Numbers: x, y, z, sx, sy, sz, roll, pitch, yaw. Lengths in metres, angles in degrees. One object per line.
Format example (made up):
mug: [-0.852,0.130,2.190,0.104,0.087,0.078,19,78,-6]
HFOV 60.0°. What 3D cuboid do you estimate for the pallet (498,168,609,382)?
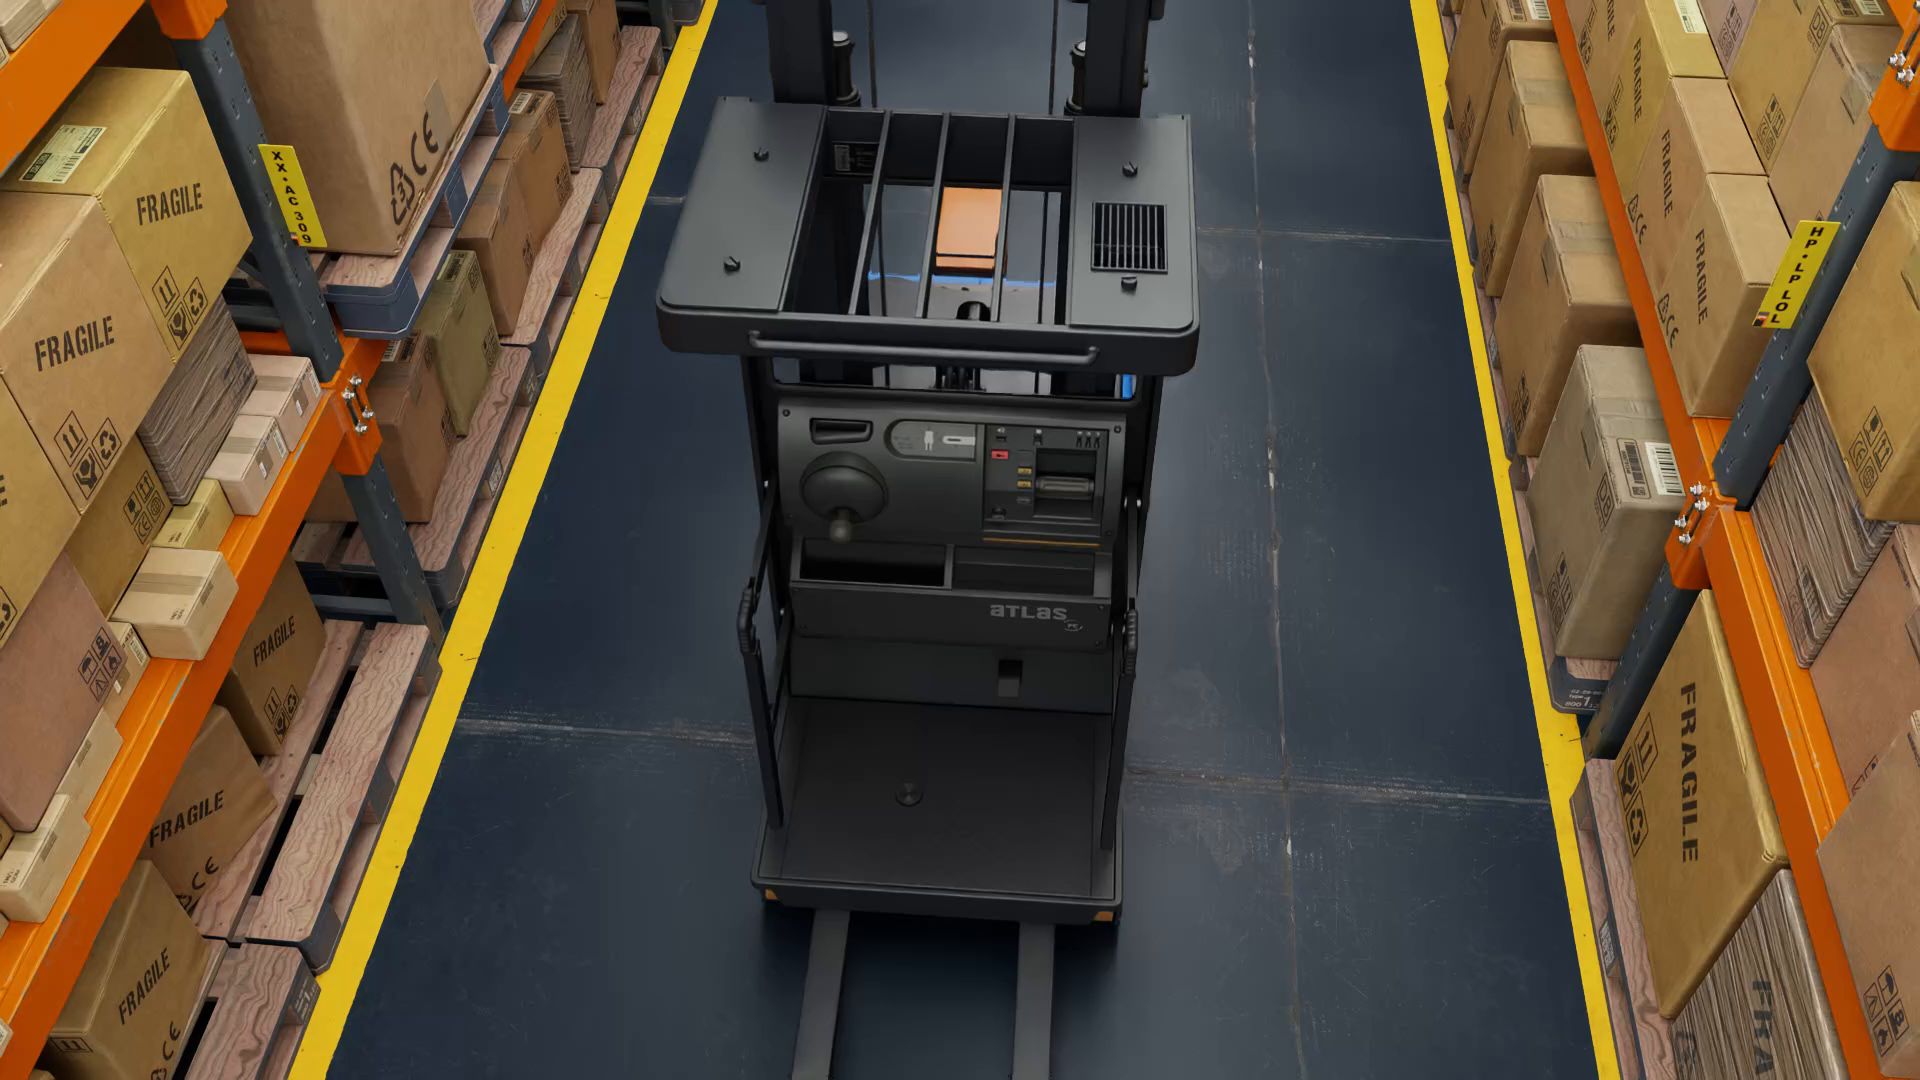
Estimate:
pallet: [-2.160,-1.192,7.197,1.003,0.211,1.213,4,48,4]

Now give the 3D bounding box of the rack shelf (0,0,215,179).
rack shelf: [-2.520,0.038,2.637,1.077,0.370,4.000,4,48,4]

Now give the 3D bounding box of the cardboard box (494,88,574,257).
cardboard box: [-2.097,-1.587,7.064,0.700,0.500,0.500,7,48,7]

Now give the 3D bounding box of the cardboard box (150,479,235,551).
cardboard box: [-2.179,-0.036,4.421,0.380,0.149,0.250,4,48,4]

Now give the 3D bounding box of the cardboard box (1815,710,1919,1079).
cardboard box: [2.377,0.762,3.419,0.875,0.550,0.550,4,48,4]

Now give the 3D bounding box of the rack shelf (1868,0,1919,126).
rack shelf: [2.775,-2.493,4.952,1.077,0.370,4.000,4,48,4]

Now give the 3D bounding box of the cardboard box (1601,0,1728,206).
cardboard box: [2.466,-1.432,5.459,0.500,0.500,0.500,4,48,4]

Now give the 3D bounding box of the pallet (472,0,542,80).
pallet: [-2.113,-2.079,6.249,1.003,0.211,1.213,4,48,4]

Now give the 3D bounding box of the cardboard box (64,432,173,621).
cardboard box: [-2.521,-0.104,4.043,0.875,0.500,0.500,4,48,4]

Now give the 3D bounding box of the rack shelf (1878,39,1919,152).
rack shelf: [2.410,0.446,2.264,1.077,0.370,4.000,4,48,4]

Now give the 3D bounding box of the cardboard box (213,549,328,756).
cardboard box: [-2.414,0.332,5.323,0.500,0.500,0.500,3,48,2]

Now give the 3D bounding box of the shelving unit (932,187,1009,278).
shelving unit: [0.036,-0.795,6.164,0.258,1.200,0.503,3,48,3]

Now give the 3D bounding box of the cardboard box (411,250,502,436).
cardboard box: [-2.198,-0.765,6.313,0.700,0.500,0.500,4,48,3]

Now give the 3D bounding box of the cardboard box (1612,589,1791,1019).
cardboard box: [2.465,0.779,4.660,0.875,0.875,0.875,5,48,4]

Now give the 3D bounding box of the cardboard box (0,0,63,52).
cardboard box: [-2.119,-1.271,3.448,0.500,0.250,0.500,5,48,5]

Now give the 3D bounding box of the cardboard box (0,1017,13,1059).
cardboard box: [-2.205,1.073,3.406,0.380,0.149,0.250,4,48,4]

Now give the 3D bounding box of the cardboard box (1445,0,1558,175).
cardboard box: [2.812,-2.134,7.409,1.050,0.750,0.750,3,48,3]

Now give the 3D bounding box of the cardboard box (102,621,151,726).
cardboard box: [-2.245,0.330,4.086,0.380,0.149,0.250,4,48,4]

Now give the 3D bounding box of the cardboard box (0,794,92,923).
cardboard box: [-2.216,0.702,3.745,0.380,0.149,0.250,4,48,4]

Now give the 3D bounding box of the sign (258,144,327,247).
sign: [-1.797,-0.923,4.475,0.100,0.325,0.005,4,48,4]

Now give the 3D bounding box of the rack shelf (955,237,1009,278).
rack shelf: [0.036,-0.900,6.048,0.258,0.148,0.480,3,48,3]

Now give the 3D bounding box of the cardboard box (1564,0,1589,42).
cardboard box: [2.557,-2.171,6.135,0.500,0.500,0.500,4,48,3]

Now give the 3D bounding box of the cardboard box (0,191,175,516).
cardboard box: [-2.149,-0.417,3.651,0.500,0.500,0.500,4,48,4]

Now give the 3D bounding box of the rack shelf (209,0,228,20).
rack shelf: [-2.155,-2.901,5.325,1.077,0.370,4.000,4,48,4]

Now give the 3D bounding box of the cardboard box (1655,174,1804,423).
cardboard box: [2.374,-0.689,4.780,0.500,0.500,0.500,4,48,3]

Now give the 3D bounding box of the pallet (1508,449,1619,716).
pallet: [2.588,0.115,6.002,1.003,0.211,1.213,4,48,4]

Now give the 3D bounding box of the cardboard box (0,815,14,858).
cardboard box: [-2.553,0.635,3.367,0.875,0.500,0.500,4,48,4]

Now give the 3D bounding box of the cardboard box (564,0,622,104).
cardboard box: [-2.014,-2.412,7.819,0.700,0.500,0.500,2,48,1]

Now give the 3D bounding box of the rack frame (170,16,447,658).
rack frame: [-2.338,-0.662,4.822,1.000,3.000,0.127,4,48,4]

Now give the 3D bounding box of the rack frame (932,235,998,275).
rack frame: [0.019,-0.615,6.000,0.240,1.200,0.015,3,48,3]

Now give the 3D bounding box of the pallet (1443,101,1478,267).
pallet: [2.810,-1.678,7.641,1.003,0.211,1.213,4,48,4]

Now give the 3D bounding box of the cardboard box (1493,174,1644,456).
cardboard box: [2.651,-0.807,6.195,1.050,0.750,0.750,4,48,4]

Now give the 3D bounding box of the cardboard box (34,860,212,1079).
cardboard box: [-2.437,1.214,4.516,0.500,0.500,0.500,0,48,0]

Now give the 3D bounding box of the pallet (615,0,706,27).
pallet: [-1.826,-3.234,9.065,1.003,0.211,1.213,4,48,4]

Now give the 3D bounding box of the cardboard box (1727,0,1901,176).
cardboard box: [2.677,-1.368,4.723,0.700,0.500,0.500,3,48,3]

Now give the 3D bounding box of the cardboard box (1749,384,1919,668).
cardboard box: [2.571,-0.032,4.145,0.875,0.550,0.550,4,48,4]

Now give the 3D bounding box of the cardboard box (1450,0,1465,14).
cardboard box: [2.757,-2.992,8.364,0.500,0.500,0.500,4,48,3]

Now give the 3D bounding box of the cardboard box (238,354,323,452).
cardboard box: [-2.064,-0.399,4.752,0.380,0.149,0.250,4,48,4]

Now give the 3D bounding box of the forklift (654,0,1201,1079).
forklift: [-0.039,-0.071,4.328,1.130,2.935,3.031,3,48,3]

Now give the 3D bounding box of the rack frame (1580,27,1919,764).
rack frame: [2.593,-0.254,4.449,1.000,3.000,0.127,4,48,4]

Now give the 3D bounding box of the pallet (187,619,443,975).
pallet: [-2.364,0.775,5.398,1.003,0.211,1.213,4,48,4]
